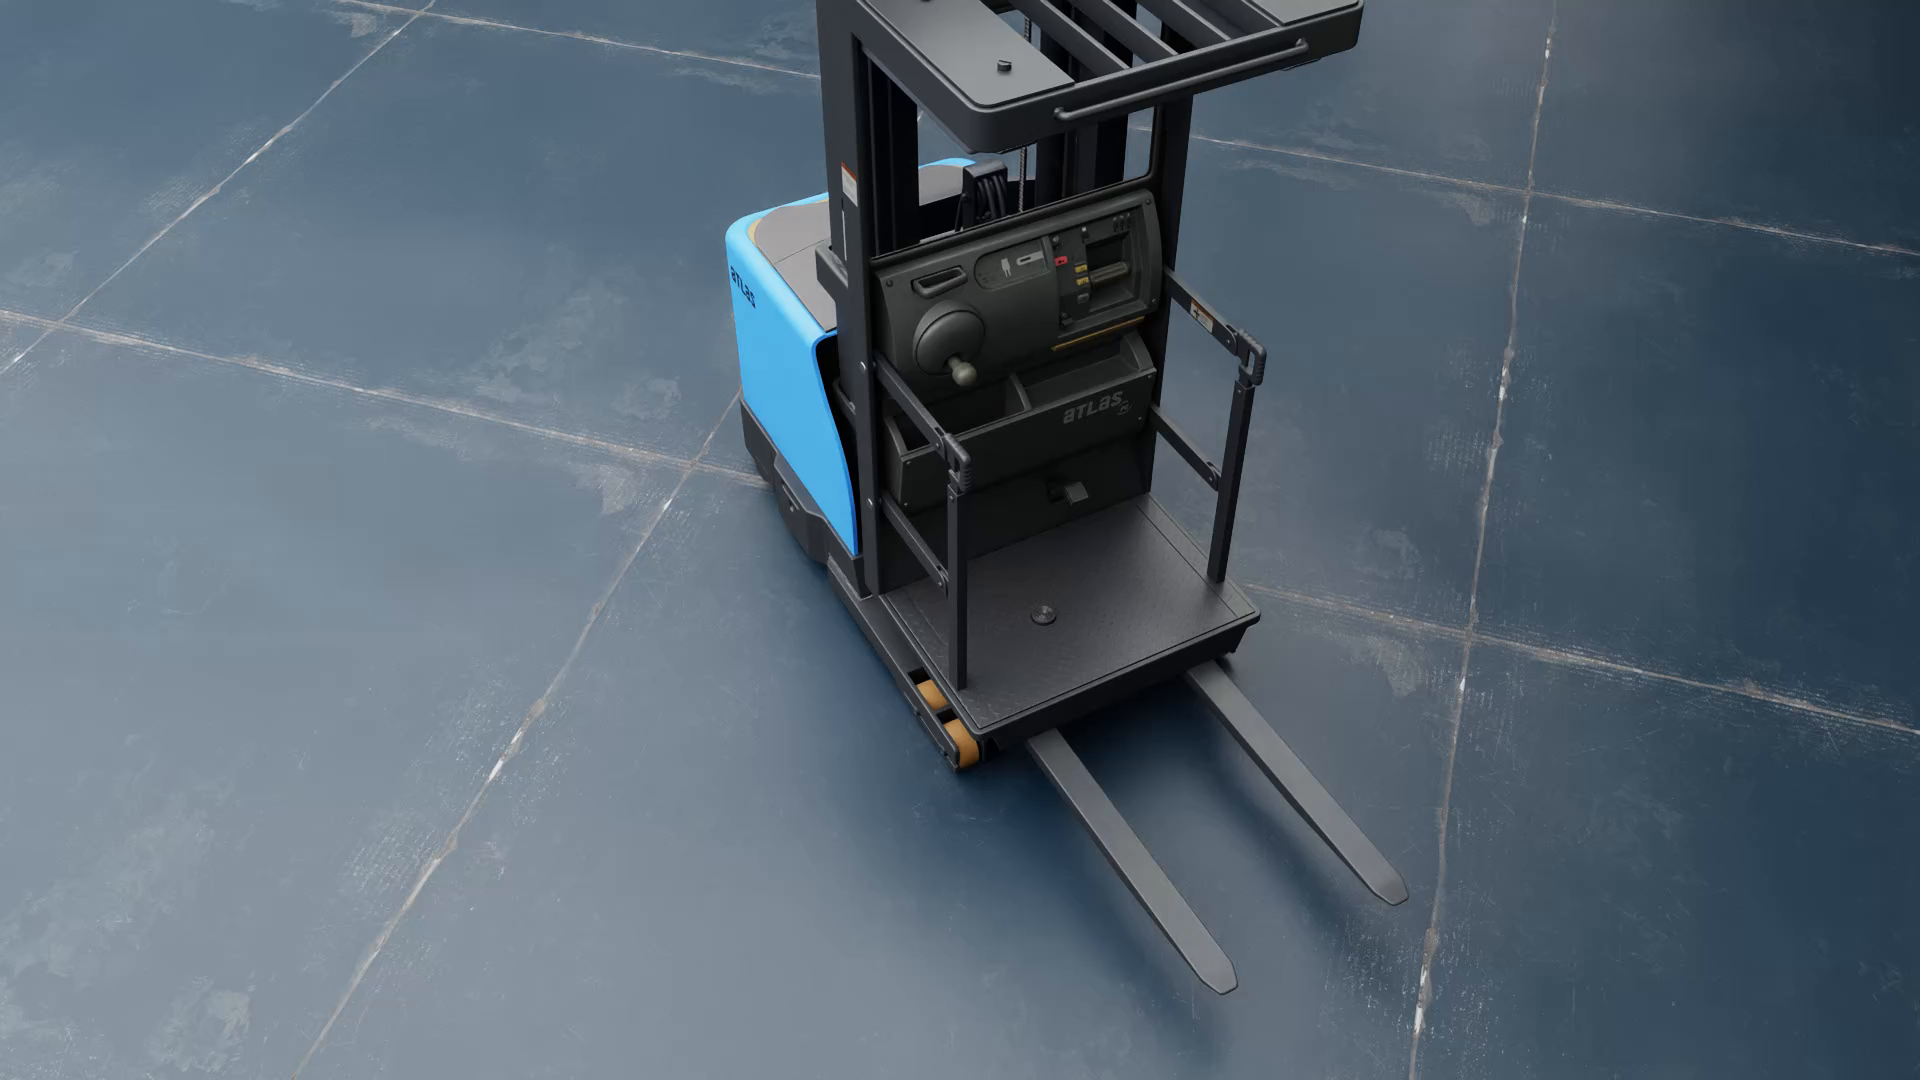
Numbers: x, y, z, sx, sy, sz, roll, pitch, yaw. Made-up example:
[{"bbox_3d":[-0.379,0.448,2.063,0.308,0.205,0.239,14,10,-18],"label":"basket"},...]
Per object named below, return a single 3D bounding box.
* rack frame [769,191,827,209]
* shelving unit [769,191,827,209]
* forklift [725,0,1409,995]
[{"bbox_3d":[-0.609,-0.963,6.590,0.240,0.900,0.006,-21,48,-20],"label":"rack frame"},{"bbox_3d":[-0.561,-0.900,6.527,0.258,0.900,0.210,-21,48,-20],"label":"shelving unit"},{"bbox_3d":[0.300,-0.661,4.830,1.130,2.935,3.031,-21,48,-20],"label":"forklift"}]
